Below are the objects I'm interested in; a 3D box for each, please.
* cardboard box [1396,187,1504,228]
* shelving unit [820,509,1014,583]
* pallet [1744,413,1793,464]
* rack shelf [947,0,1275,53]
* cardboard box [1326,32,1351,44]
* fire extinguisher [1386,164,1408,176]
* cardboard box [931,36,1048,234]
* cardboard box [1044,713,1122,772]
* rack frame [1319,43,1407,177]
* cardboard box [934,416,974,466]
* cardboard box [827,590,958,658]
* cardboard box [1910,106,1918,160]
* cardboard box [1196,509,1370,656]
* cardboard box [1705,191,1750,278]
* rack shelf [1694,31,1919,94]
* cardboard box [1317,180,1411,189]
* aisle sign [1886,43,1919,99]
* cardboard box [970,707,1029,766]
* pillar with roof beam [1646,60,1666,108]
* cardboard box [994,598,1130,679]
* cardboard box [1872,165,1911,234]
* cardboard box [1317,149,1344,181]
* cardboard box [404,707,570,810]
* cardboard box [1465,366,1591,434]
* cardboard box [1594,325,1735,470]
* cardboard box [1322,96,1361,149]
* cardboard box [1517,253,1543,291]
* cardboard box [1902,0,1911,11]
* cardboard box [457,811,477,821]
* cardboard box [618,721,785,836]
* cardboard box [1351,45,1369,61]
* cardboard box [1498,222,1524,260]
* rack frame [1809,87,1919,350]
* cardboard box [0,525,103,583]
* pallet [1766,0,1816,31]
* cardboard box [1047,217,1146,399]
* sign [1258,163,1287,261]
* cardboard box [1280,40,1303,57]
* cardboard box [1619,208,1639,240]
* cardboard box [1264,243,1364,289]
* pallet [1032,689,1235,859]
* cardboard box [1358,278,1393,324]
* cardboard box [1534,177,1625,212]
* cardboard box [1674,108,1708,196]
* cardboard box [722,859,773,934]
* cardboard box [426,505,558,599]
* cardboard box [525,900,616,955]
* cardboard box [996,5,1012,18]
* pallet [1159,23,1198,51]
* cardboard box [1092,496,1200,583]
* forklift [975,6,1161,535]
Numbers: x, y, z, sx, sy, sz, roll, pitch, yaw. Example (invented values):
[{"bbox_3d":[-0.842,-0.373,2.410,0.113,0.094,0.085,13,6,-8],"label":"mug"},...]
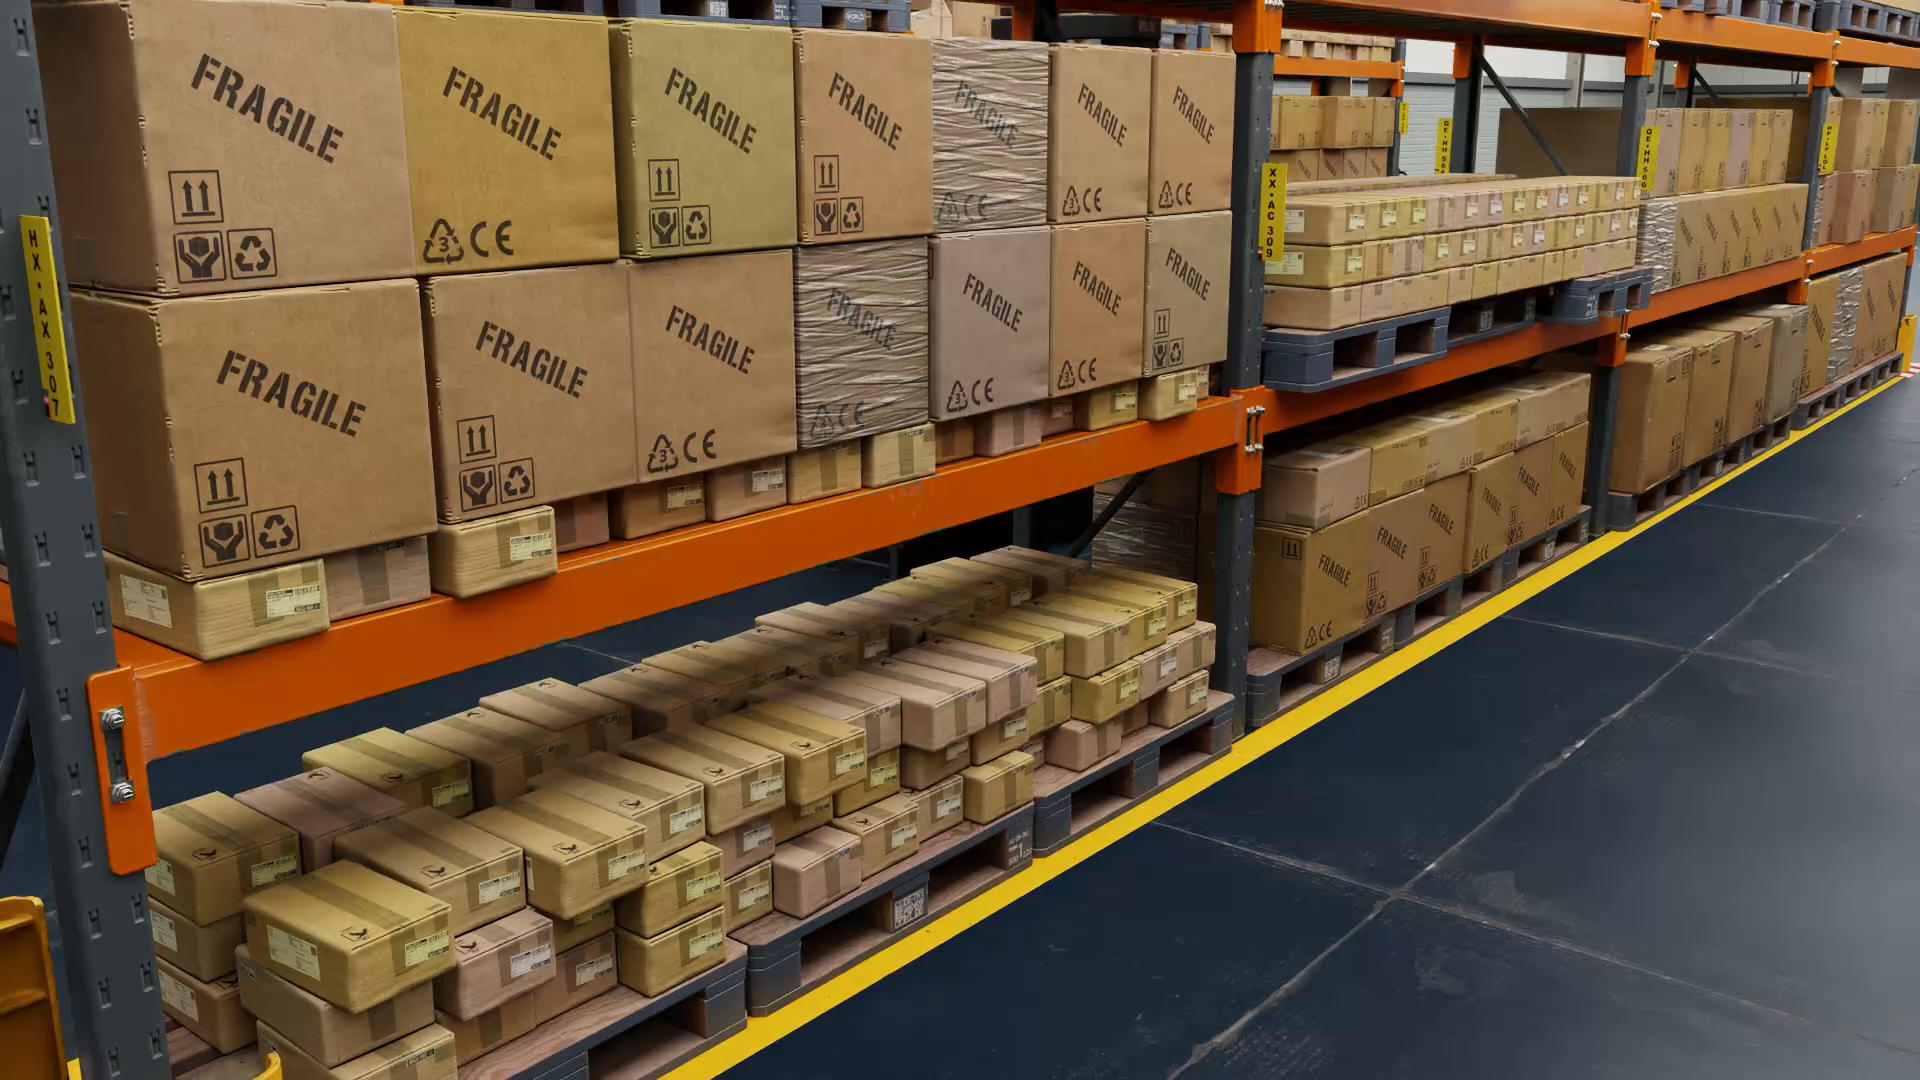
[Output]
[{"bbox_3d":[2.053,-1.403,7.001,0.380,0.149,0.250,12,19,40],"label":"cardboard box"},{"bbox_3d":[-0.208,-0.466,8.672,0.538,1.125,1.048,10,17,35],"label":"shelving unit"},{"bbox_3d":[5.237,-0.802,11.850,1.003,0.211,1.213,11,18,38],"label":"pallet"},{"bbox_3d":[-0.621,-1.503,4.314,1.077,0.370,4.000,11,18,38],"label":"rack shelf"},{"bbox_3d":[3.513,-5.015,16.379,0.500,0.250,0.500,12,18,39],"label":"cardboard box"},{"bbox_3d":[4.694,-3.738,17.903,0.296,0.674,0.183,11,18,38],"label":"fire extinguisher"},{"bbox_3d":[-0.103,-1.130,4.642,0.500,0.500,0.500,12,18,39],"label":"cardboard box"},{"bbox_3d":[0.310,0.623,5.516,0.380,0.149,0.250,11,18,36],"label":"cardboard box"},{"bbox_3d":[4.264,-3.825,18.088,1.000,3.000,0.127,11,18,38],"label":"rack frame"},{"bbox_3d":[-0.184,-0.317,4.789,0.380,0.149,0.250,11,18,37],"label":"cardboard box"},{"bbox_3d":[-0.228,0.296,5.593,0.380,0.149,0.250,11,18,36],"label":"cardboard box"},{"bbox_3d":[7.914,-3.610,14.742,0.875,0.550,0.550,11,18,38],"label":"cardboard box"},{"bbox_3d":[1.306,0.127,6.754,0.500,0.500,0.500,12,19,40],"label":"cardboard box"},{"bbox_3d":[4.591,-1.929,10.419,0.500,0.500,0.500,11,18,37],"label":"cardboard box"},{"bbox_3d":[6.921,-3.801,13.361,1.077,0.370,4.000,11,18,38],"label":"rack shelf"},{"bbox_3d":[1.884,-1.606,7.802,0.380,0.149,0.250,12,19,39],"label":"cardboard box"},{"bbox_3d":[8.456,-4.306,14.700,0.394,0.787,0.004,11,18,38],"label":"aisle sign"},{"bbox_3d":[-0.009,0.556,5.177,0.380,0.149,0.250,12,18,39],"label":"cardboard box"},{"bbox_3d":[21.466,-12.585,40.388,9.100,9.000,0.400,11,18,38],"label":"pillar with roof beam"},{"bbox_3d":[0.334,0.322,5.493,0.380,0.149,0.250,11,18,37],"label":"cardboard box"},{"bbox_3d":[7.651,-2.964,14.395,0.875,0.550,0.550,11,18,38],"label":"cardboard box"},{"bbox_3d":[3.502,-3.681,16.713,0.500,0.500,0.500,11,18,37],"label":"cardboard box"},{"bbox_3d":[-1.264,0.587,4.451,0.380,0.149,0.250,10,18,35],"label":"cardboard box"},{"bbox_3d":[2.924,-0.730,8.607,0.500,0.250,0.500,11,18,36],"label":"cardboard box"},{"bbox_3d":[4.149,-0.930,10.409,1.050,0.750,0.750,12,18,38],"label":"cardboard box"},{"bbox_3d":[3.548,-4.161,16.574,0.700,0.500,0.500,11,18,37],"label":"cardboard box"},{"bbox_3d":[2.387,-1.218,7.482,0.380,0.149,0.250,12,19,39],"label":"cardboard box"},{"bbox_3d":[7.273,-4.254,13.140,0.380,0.149,0.250,12,18,38],"label":"cardboard box"},{"bbox_3d":[-1.443,0.775,4.315,0.380,0.149,0.250,10,18,35],"label":"cardboard box"},{"bbox_3d":[-0.674,0.616,4.335,0.380,0.149,0.250,12,19,40],"label":"cardboard box"},{"bbox_3d":[3.933,-4.947,16.923,0.380,0.149,0.250,12,19,39],"label":"cardboard box"},{"bbox_3d":[2.222,-1.310,7.243,0.380,0.149,0.250,11,18,36],"label":"cardboard box"},{"bbox_3d":[8.178,-3.079,15.149,1.000,3.000,0.127,11,18,38],"label":"rack frame"},{"bbox_3d":[-1.893,0.001,3.536,0.380,0.149,0.250,11,18,38],"label":"cardboard box"},{"bbox_3d":[5.126,-3.490,11.067,0.805,0.209,1.217,10,18,35],"label":"pallet"},{"bbox_3d":[0.224,-0.737,5.126,0.500,0.500,0.500,11,18,36],"label":"cardboard box"},{"bbox_3d":[1.062,-1.118,5.672,0.100,0.325,0.005,11,18,38],"label":"sign"},{"bbox_3d":[3.015,-4.646,15.739,0.380,0.149,0.250,11,18,36],"label":"cardboard box"},{"bbox_3d":[3.193,-1.607,8.411,0.380,0.149,0.250,12,18,39],"label":"cardboard box"},{"bbox_3d":[1.241,-1.011,6.062,0.380,0.149,0.250,12,18,38],"label":"cardboard box"},{"bbox_3d":[0.241,0.705,5.918,1.003,0.211,1.213,11,18,38],"label":"pallet"},{"bbox_3d":[1.411,-0.920,6.311,0.380,0.149,0.250,12,18,38],"label":"cardboard box"},{"bbox_3d":[3.039,-1.704,8.188,0.380,0.149,0.250,11,18,37],"label":"cardboard box"},{"bbox_3d":[4.077,-2.360,10.085,0.700,0.500,0.500,11,18,37],"label":"cardboard box"},{"bbox_3d":[-0.716,0.906,4.402,0.380,0.149,0.250,11,18,38],"label":"cardboard box"},{"bbox_3d":[-1.081,-0.002,3.550,0.380,0.149,0.250,11,18,36],"label":"cardboard box"},{"bbox_3d":[-1.048,0.855,3.999,0.380,0.149,0.250,12,18,38],"label":"cardboard box"},{"bbox_3d":[0.172,-4.094,12.843,0.797,0.503,0.637,11,18,38],"label":"cardboard box"},{"bbox_3d":[1.279,-4.320,14.326,1.213,0.211,1.003,11,18,38],"label":"pallet"},{"bbox_3d":[0.905,0.047,7.070,0.500,0.500,0.500,11,18,36],"label":"cardboard box"},{"bbox_3d":[0.978,-1.754,10.075,1.130,2.935,3.031,10,17,35],"label":"forklift"}]
